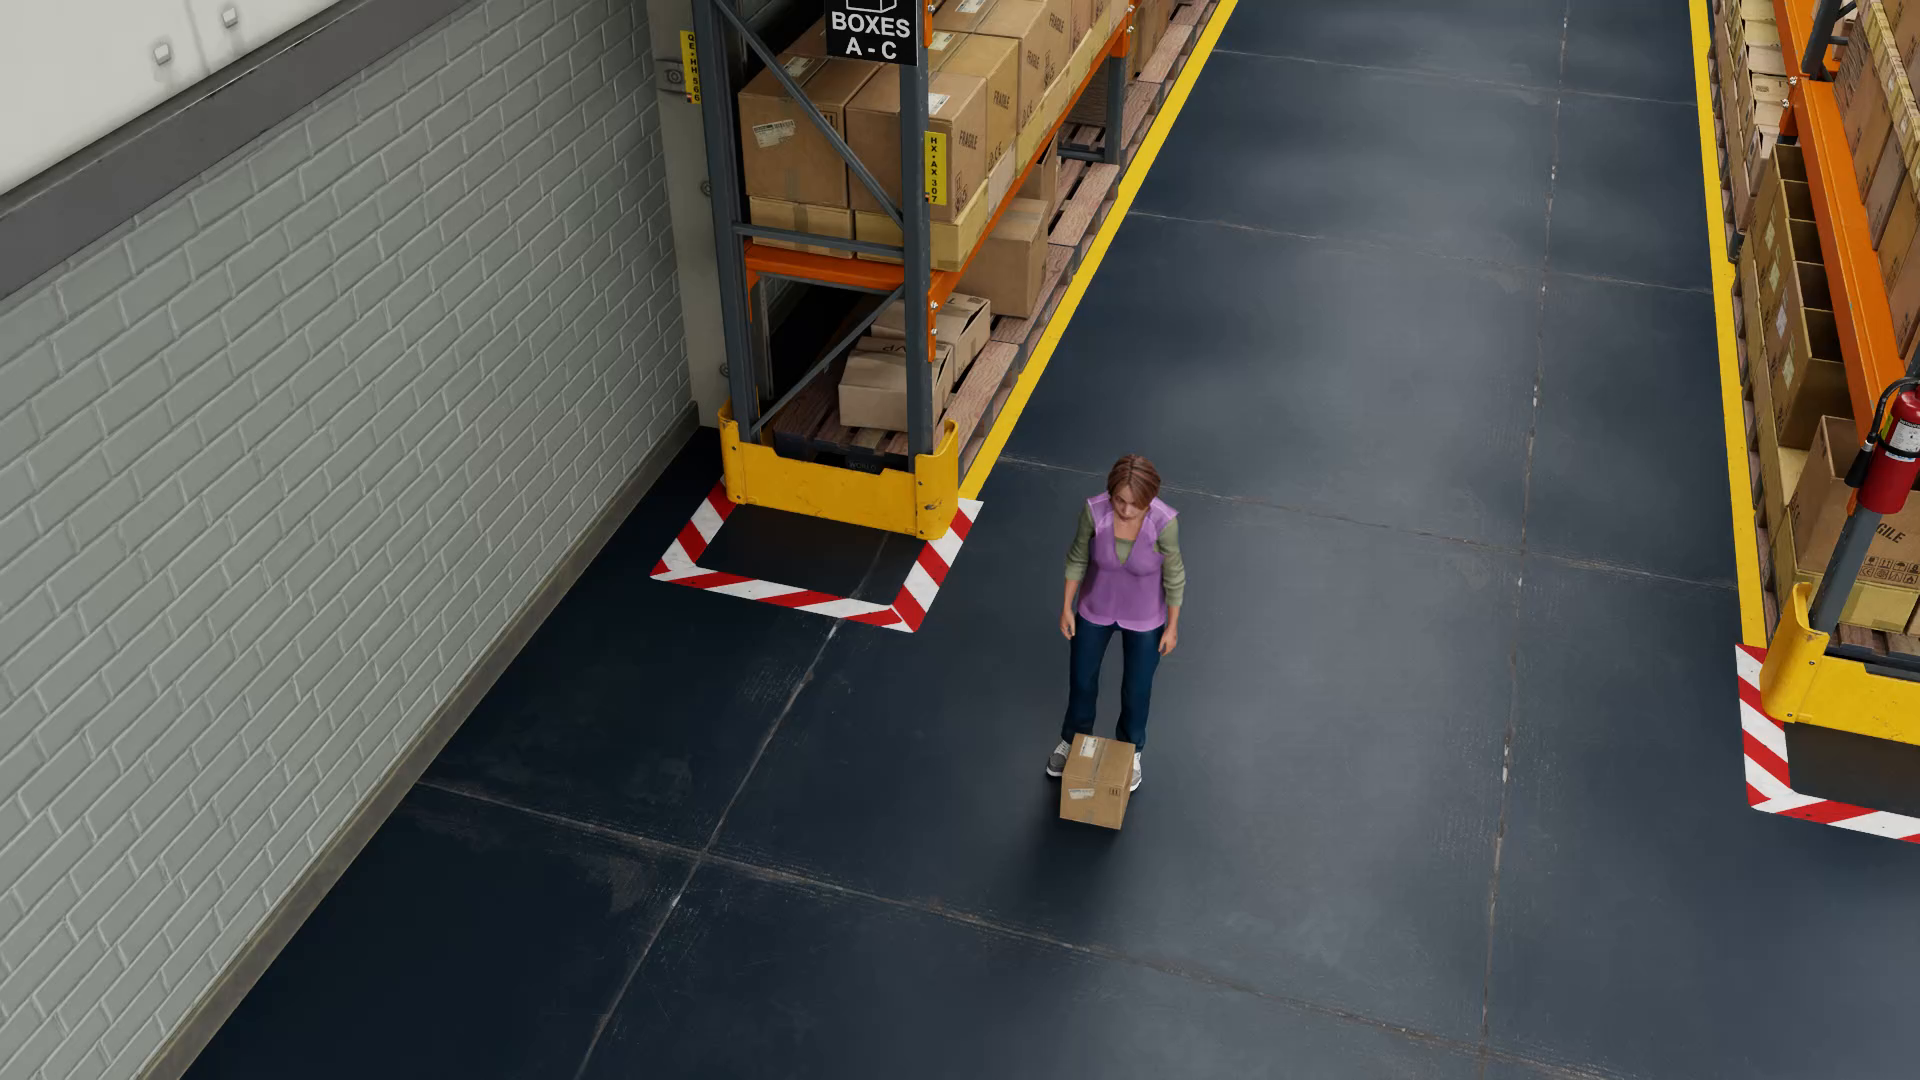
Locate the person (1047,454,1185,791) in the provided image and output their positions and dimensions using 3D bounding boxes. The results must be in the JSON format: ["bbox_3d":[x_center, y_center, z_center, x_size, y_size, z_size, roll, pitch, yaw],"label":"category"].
[{"bbox_3d":[0.622,0.305,6.500,0.481,1.593,0.343,9,39,12],"label":"person"}]
